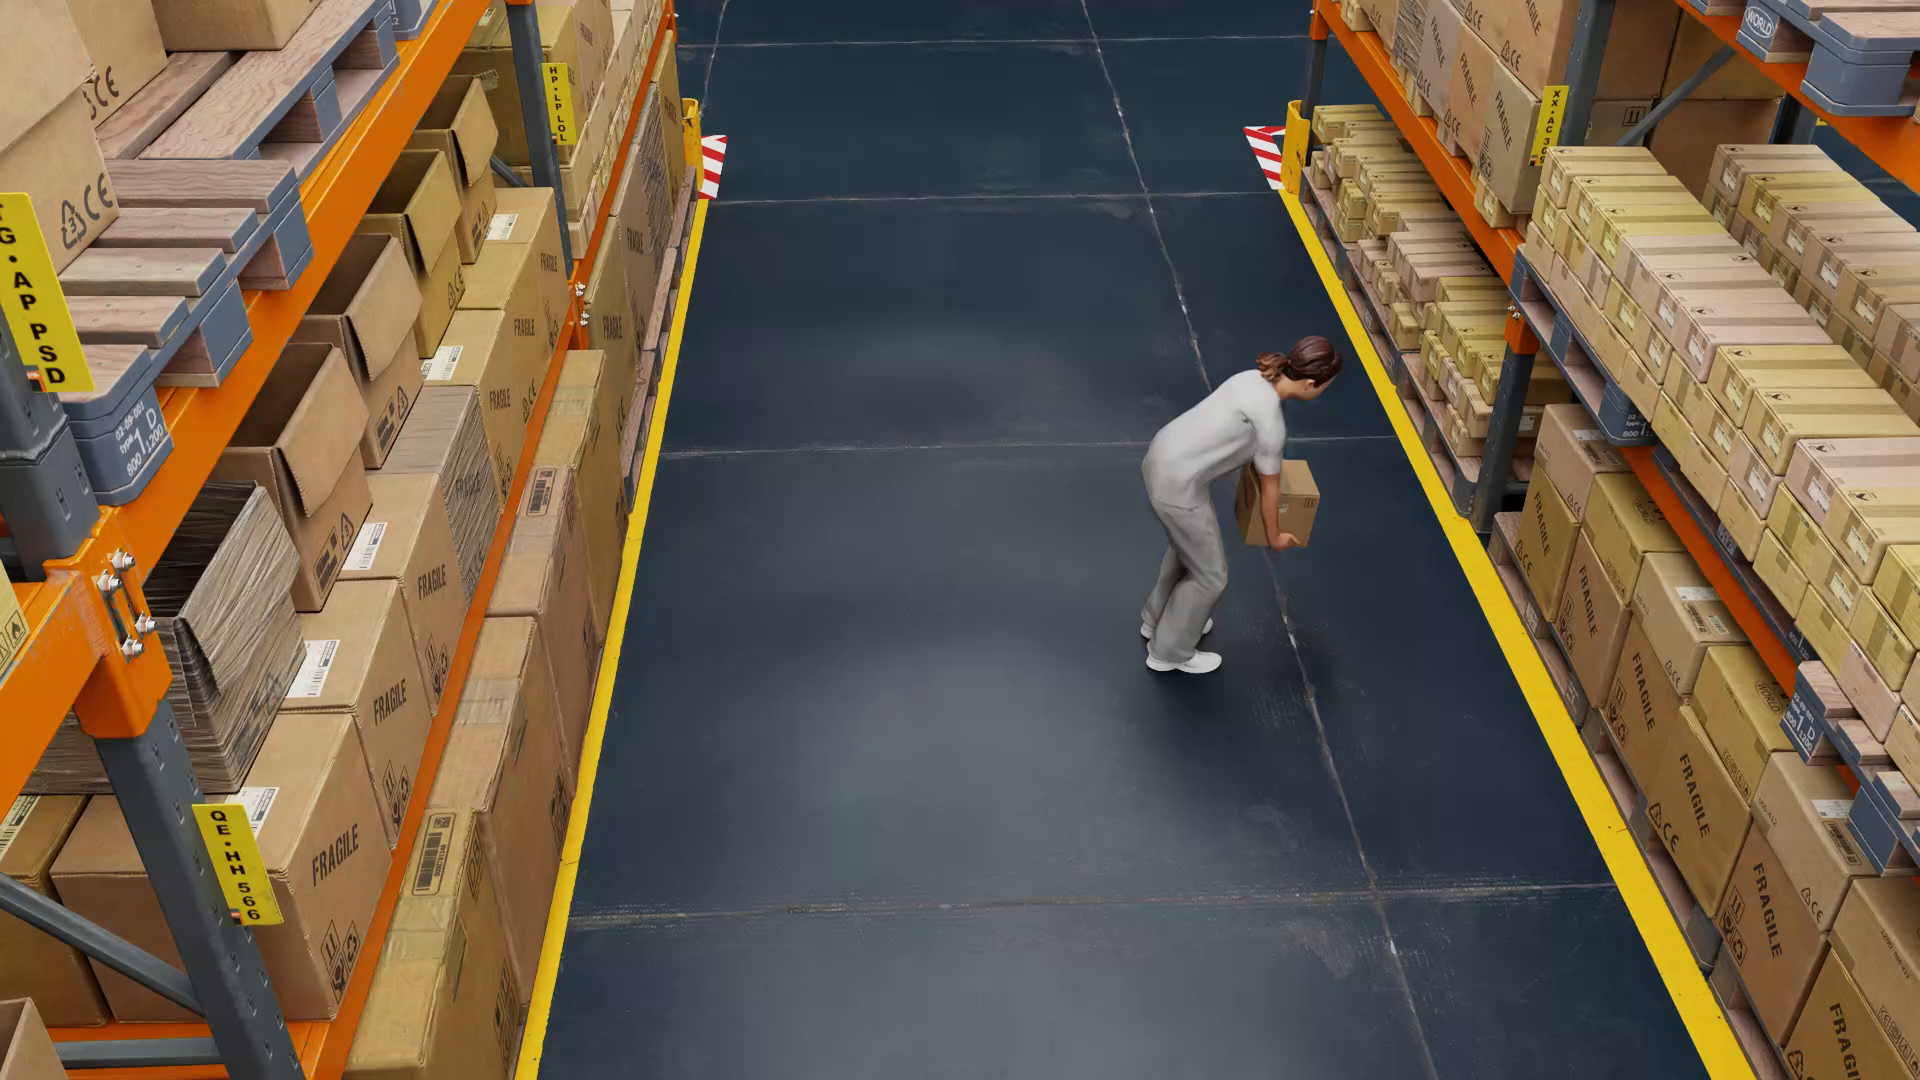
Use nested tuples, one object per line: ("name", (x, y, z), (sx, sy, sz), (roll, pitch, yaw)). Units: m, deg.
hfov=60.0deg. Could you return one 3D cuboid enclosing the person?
("person", (1.072, -0.141, 6.548), (0.724, 1.445, 0.416), (-2, 35, -3))
